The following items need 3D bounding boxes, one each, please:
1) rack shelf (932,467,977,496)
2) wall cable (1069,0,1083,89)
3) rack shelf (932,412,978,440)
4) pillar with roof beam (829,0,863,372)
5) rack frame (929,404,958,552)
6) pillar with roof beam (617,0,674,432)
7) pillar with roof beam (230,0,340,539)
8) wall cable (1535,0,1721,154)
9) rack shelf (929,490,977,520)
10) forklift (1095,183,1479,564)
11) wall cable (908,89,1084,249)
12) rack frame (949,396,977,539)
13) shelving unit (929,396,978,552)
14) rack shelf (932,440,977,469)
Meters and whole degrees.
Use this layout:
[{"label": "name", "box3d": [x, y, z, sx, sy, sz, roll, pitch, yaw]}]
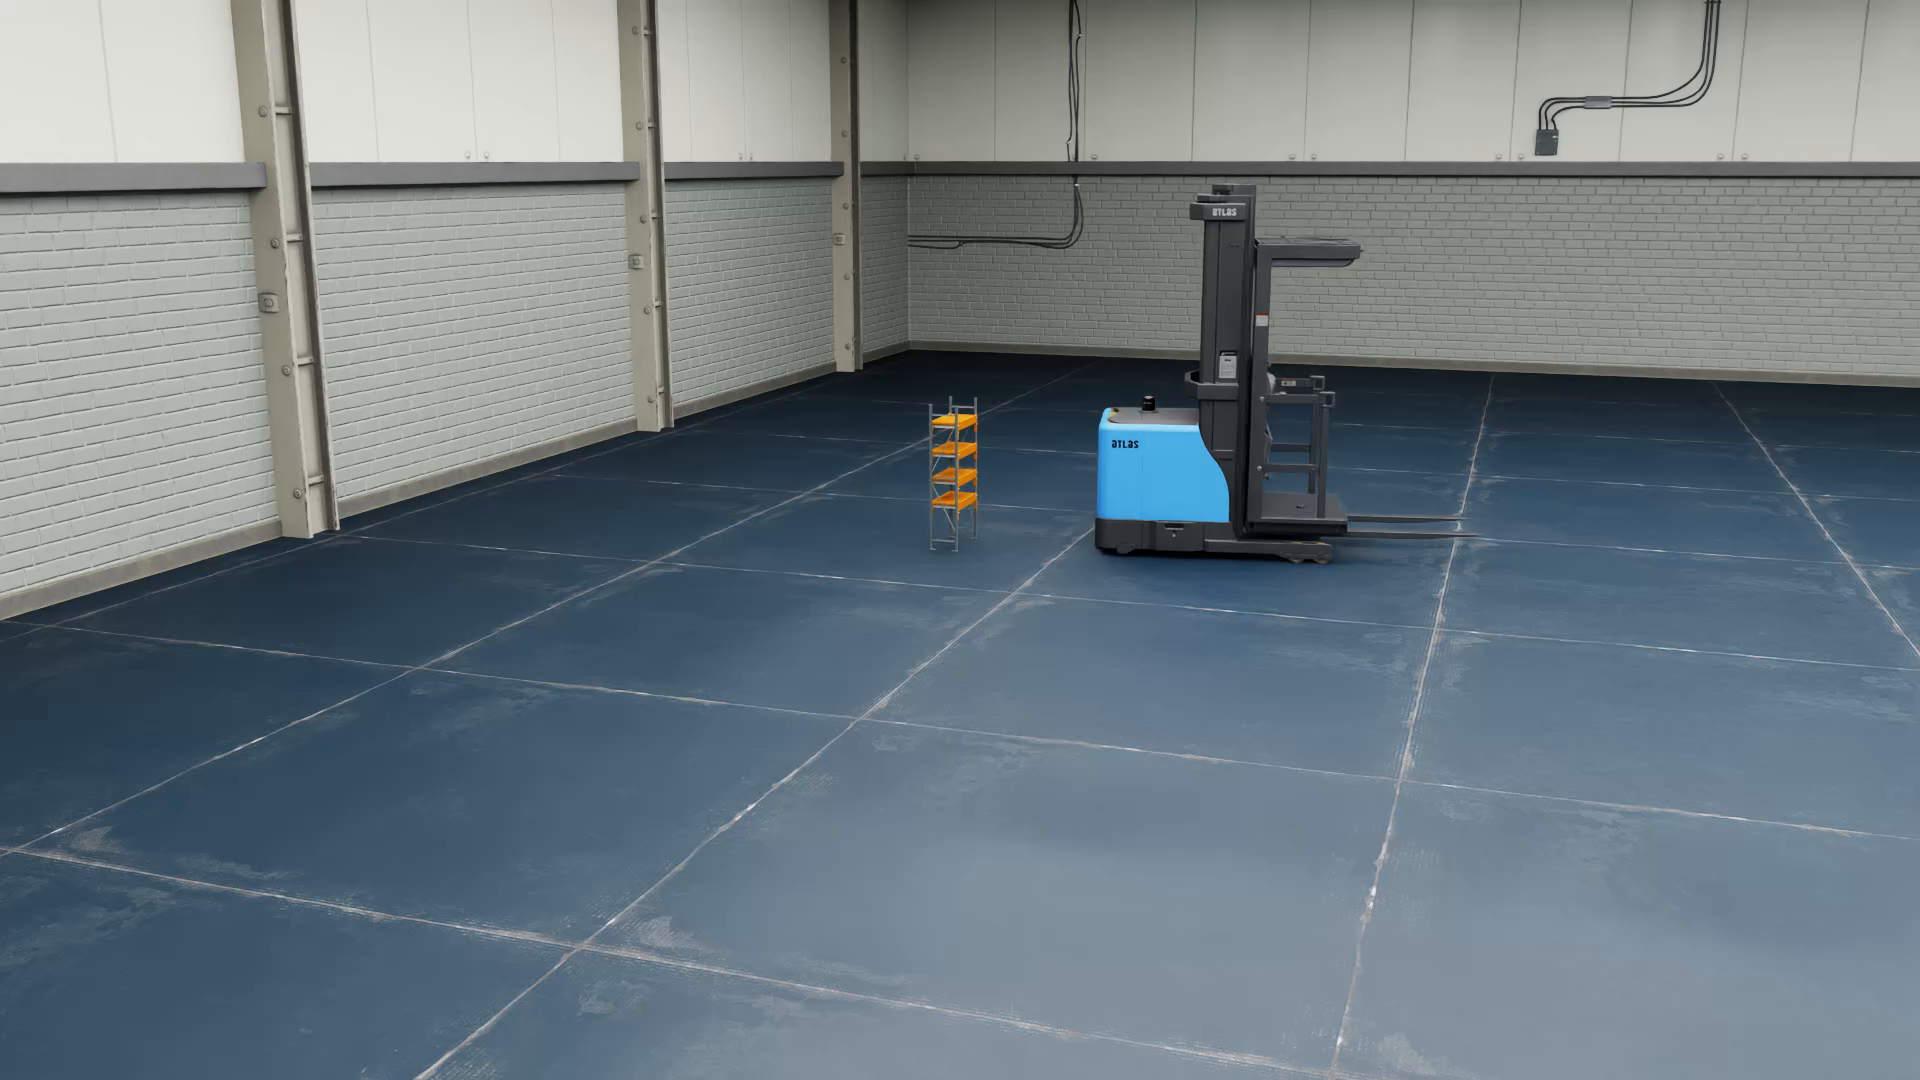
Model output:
[{"label": "rack shelf", "box3d": [-0.054, -0.485, 13.717, 0.258, 0.148, 0.480, 4, 14, 18]}, {"label": "wall cable", "box3d": [3.070, -8.257, 25.571, 3.097, 2.526, 0.112, 4, 14, 18]}, {"label": "rack shelf", "box3d": [-0.054, -0.933, 13.614, 0.258, 0.148, 0.480, 4, 14, 18]}, {"label": "pillar with roof beam", "box3d": [2.379, -6.669, 22.982, 9.100, 9.000, 0.400, 4, 14, 18]}, {"label": "rack frame", "box3d": [-0.132, -0.499, 13.477, 0.240, 1.200, 0.015, 4, 14, 18]}, {"label": "pillar with roof beam", "box3d": [0.437, -5.405, 17.447, 9.100, 9.000, 0.400, 4, 14, 18]}, {"label": "pillar with roof beam", "box3d": [-1.504, -4.142, 11.912, 9.100, 9.000, 0.400, 4, 14, 18]}, {"label": "wall cable", "box3d": [9.487, -8.475, 23.253, 2.305, 6.003, 0.169, 4, 14, 18]}, {"label": "rack shelf", "box3d": [-0.054, -0.291, 13.761, 0.258, 0.148, 0.480, 4, 14, 18]}, {"label": "forklift", "box3d": [2.650, -1.368, 13.395, 3.031, 2.935, 1.130, 2, 13, 7]}, {"label": "wall cable", "box3d": [0.510, -5.990, 26.986, 3.097, 2.526, 0.112, 4, 14, 18]}, {"label": "rack frame", "box3d": [0.025, -0.601, 13.927, 0.240, 1.200, 0.015, 4, 14, 18]}, {"label": "shelving unit", "box3d": [-0.054, -0.550, 13.702, 0.258, 1.200, 0.503, 4, 14, 18]}, {"label": "rack shelf", "box3d": [-0.054, -0.703, 13.667, 0.258, 0.148, 0.480, 4, 14, 18]}]
